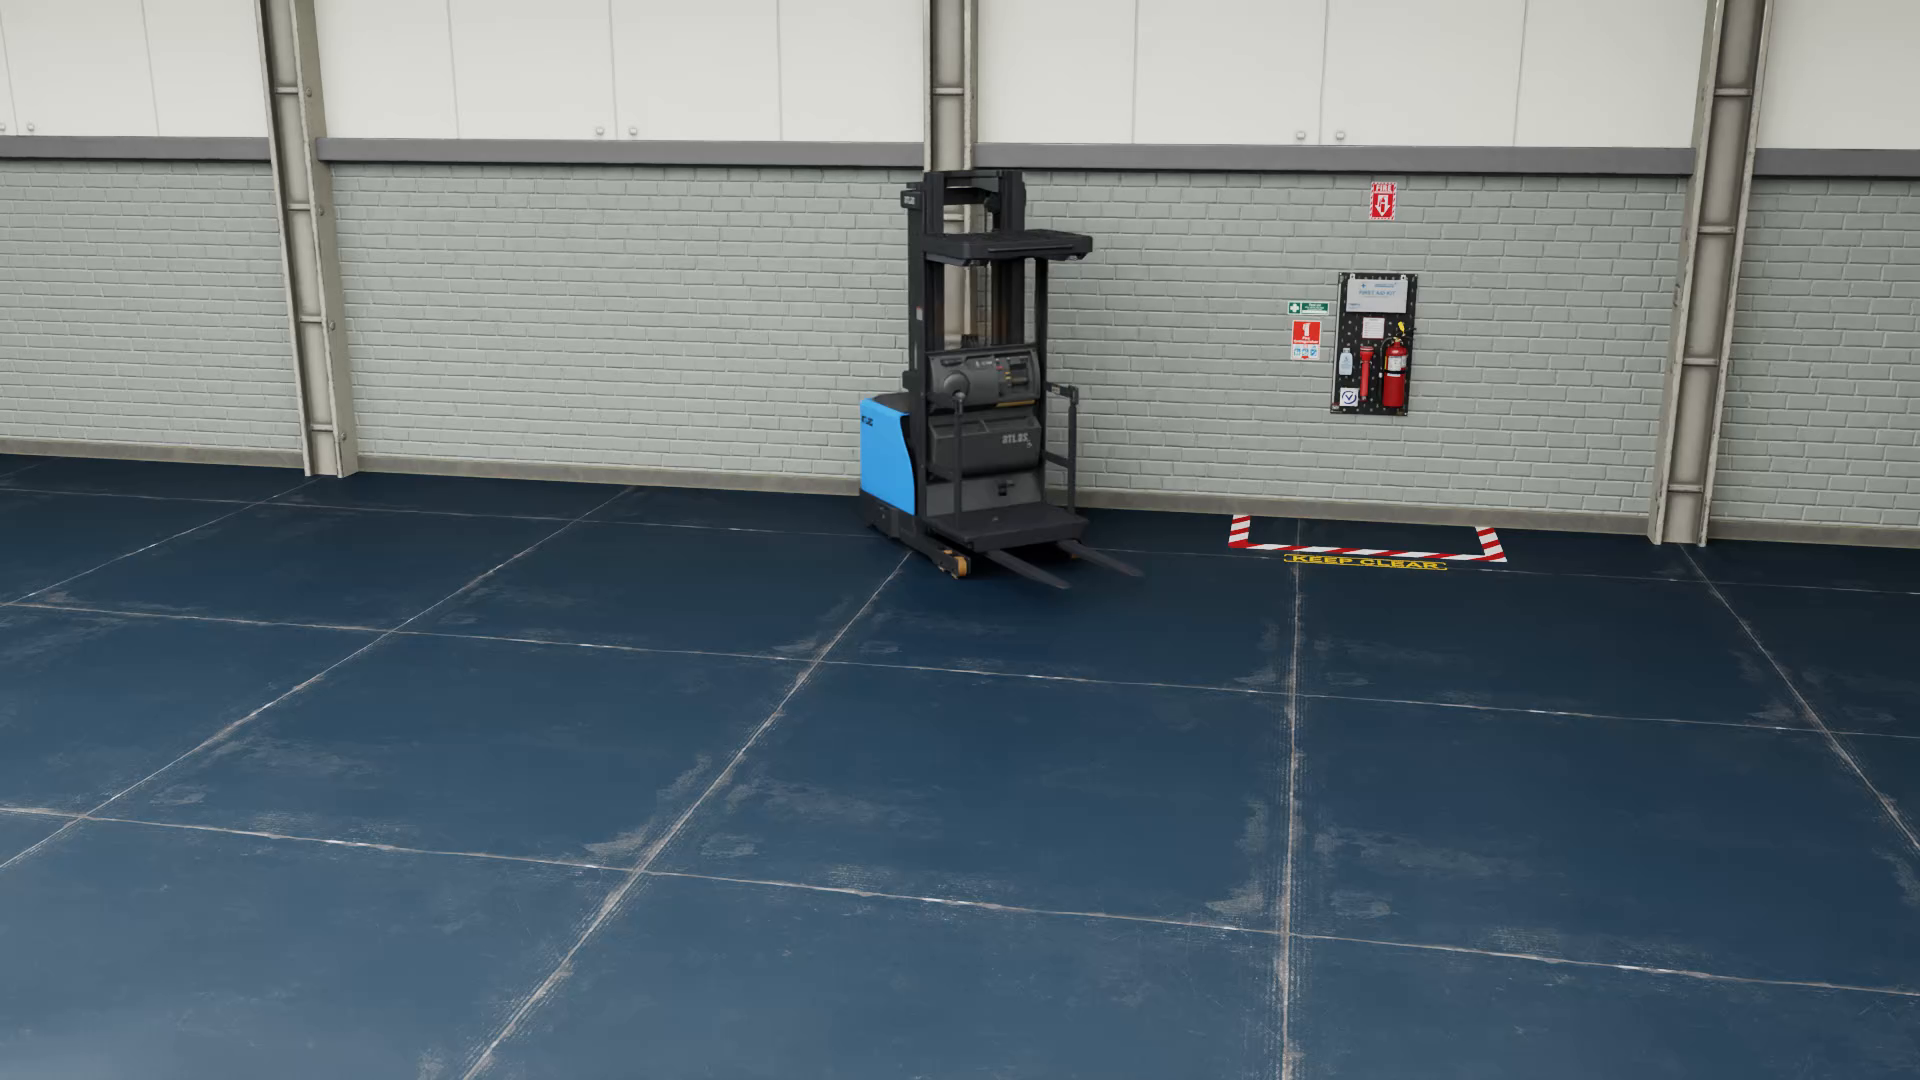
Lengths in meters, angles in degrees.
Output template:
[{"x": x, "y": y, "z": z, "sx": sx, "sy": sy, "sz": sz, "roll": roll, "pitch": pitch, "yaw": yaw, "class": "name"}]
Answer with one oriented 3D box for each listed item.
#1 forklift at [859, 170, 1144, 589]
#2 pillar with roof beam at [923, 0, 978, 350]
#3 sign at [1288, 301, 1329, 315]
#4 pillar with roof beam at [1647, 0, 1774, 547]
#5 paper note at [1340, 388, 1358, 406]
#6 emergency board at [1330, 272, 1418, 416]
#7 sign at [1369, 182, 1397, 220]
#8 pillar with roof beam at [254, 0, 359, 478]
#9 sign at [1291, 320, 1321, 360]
[{"x": 0.296, "y": -1.264, "z": 12.564, "sx": 1.130, "sy": 2.935, "sz": 3.031, "roll": -8, "pitch": 17, "yaw": -27, "class": "forklift"}, {"x": -0.933, "y": -3.527, "z": 9.367, "sx": 0.400, "sy": 9.000, "sz": 9.100, "roll": 3, "pitch": 16, "yaw": 11, "class": "pillar with roof beam"}, {"x": 2.872, "y": -1.910, "z": 13.710, "sx": 0.331, "sy": 0.109, "sz": 0.001, "roll": 3, "pitch": 16, "yaw": 11, "class": "sign"}, {"x": 4.947, "y": -3.208, "z": 8.214, "sx": 0.400, "sy": 9.000, "sz": 9.100, "roll": 3, "pitch": 16, "yaw": 11, "class": "pillar with roof beam"}, {"x": 3.231, "y": -1.187, "z": 13.808, "sx": 0.142, "sy": 0.148, "sz": 0.016, "roll": 3, "pitch": 16, "yaw": 11, "class": "paper note"}, {"x": 3.391, "y": -1.584, "z": 13.592, "sx": 0.643, "sy": 1.169, "sz": 0.194, "roll": 3, "pitch": 16, "yaw": 11, "class": "emergency board"}, {"x": 3.403, "y": -2.728, "z": 13.378, "sx": 0.199, "sy": 0.298, "sz": 0.001, "roll": 3, "pitch": 16, "yaw": 11, "class": "sign"}, {"x": -6.813, "y": -3.846, "z": 10.519, "sx": 0.400, "sy": 9.000, "sz": 9.100, "roll": 3, "pitch": 16, "yaw": 11, "class": "pillar with roof beam"}, {"x": 2.869, "y": -1.658, "z": 13.790, "sx": 0.234, "sy": 0.329, "sz": 0.001, "roll": 3, "pitch": 16, "yaw": 11, "class": "sign"}]
